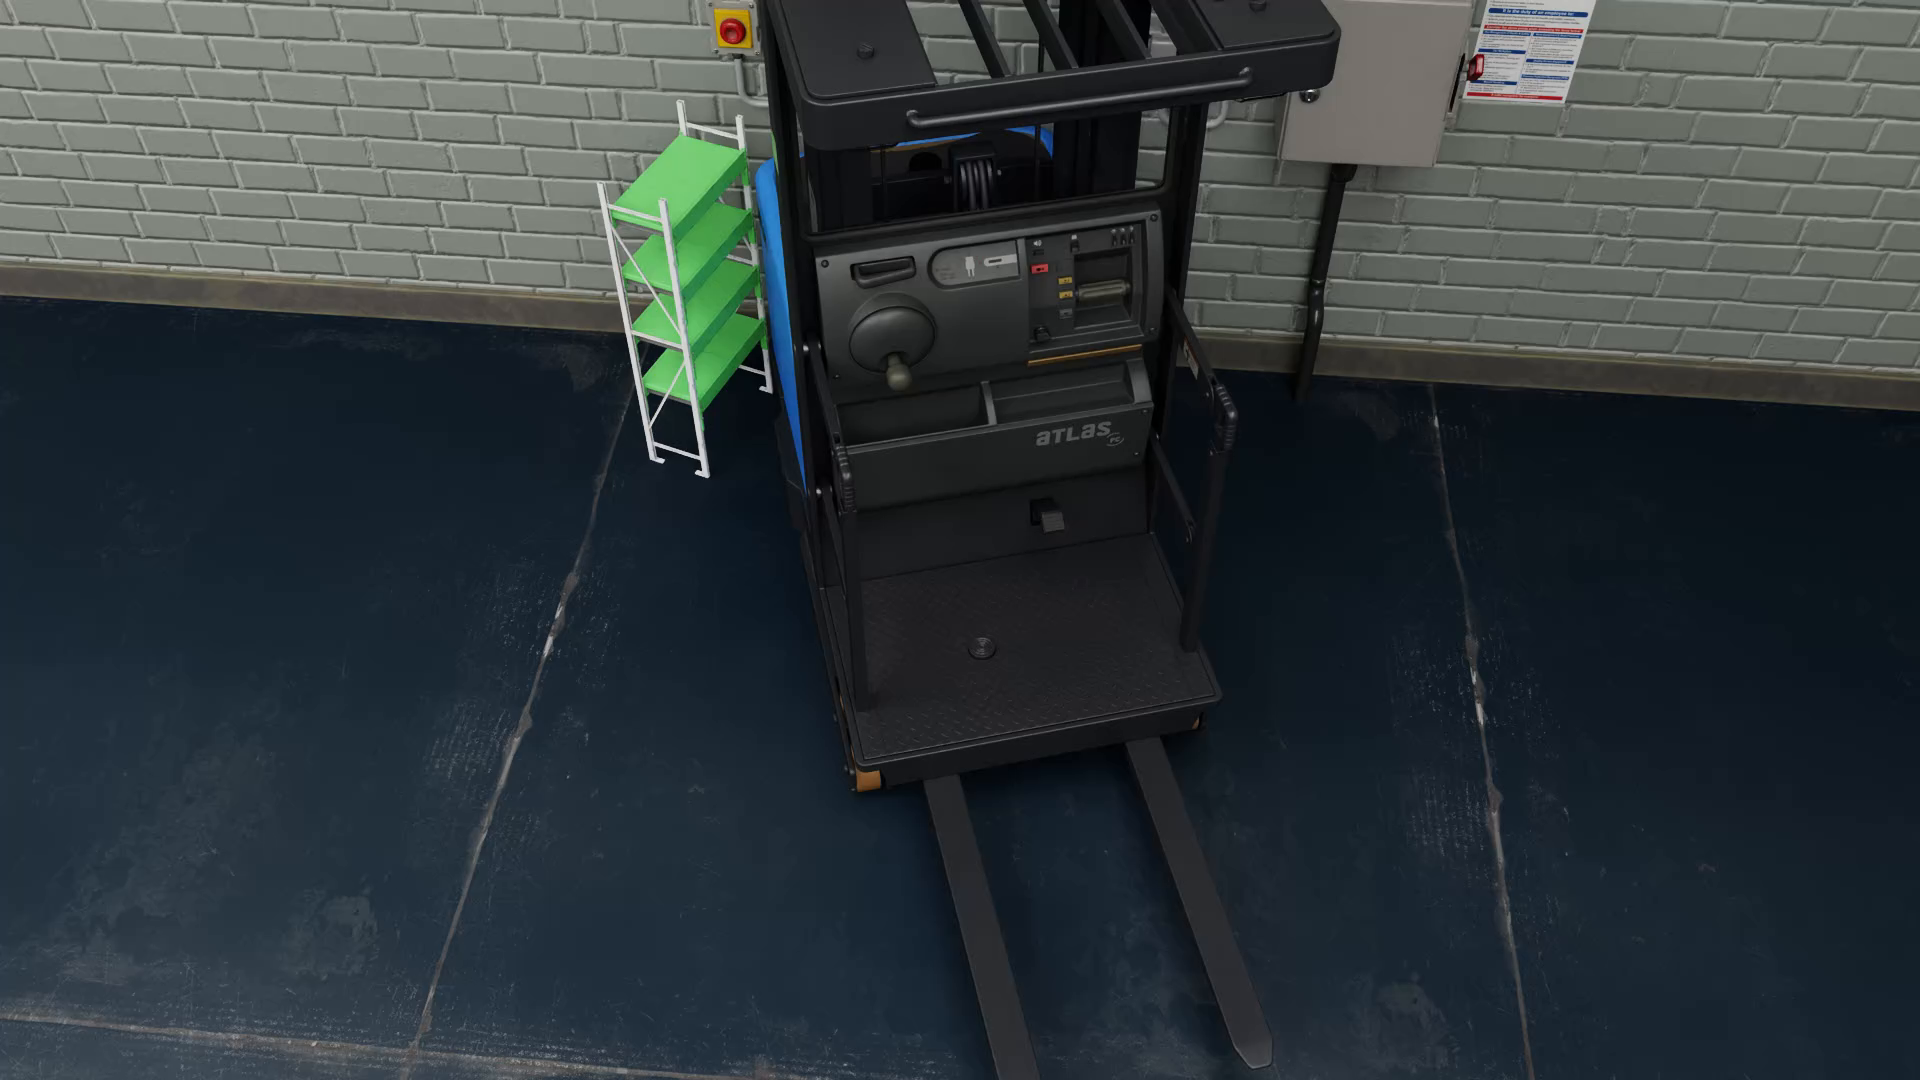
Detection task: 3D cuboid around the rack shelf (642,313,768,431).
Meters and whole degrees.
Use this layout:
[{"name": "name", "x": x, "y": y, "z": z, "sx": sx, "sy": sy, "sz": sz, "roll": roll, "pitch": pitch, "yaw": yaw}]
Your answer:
[{"name": "rack shelf", "x": -0.911, "y": -0.626, "z": 5.921, "sx": 0.258, "sy": 0.148, "sz": 0.480, "roll": 18, "pitch": 50, "yaw": 16}]

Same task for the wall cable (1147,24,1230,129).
[{"name": "wall cable", "x": 0.629, "y": -2.017, "z": 4.873, "sx": 0.588, "sy": 1.984, "sz": 0.122, "roll": 4, "pitch": 48, "yaw": 4}]

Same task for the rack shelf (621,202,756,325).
[{"name": "rack shelf", "x": -0.911, "y": -0.950, "z": 5.567, "sx": 0.258, "sy": 0.148, "sz": 0.480, "roll": 18, "pitch": 50, "yaw": 16}]

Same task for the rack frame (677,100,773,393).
[{"name": "rack frame", "x": -0.814, "y": -0.996, "z": 5.848, "sx": 0.240, "sy": 1.200, "sz": 0.015, "roll": 18, "pitch": 50, "yaw": 16}]

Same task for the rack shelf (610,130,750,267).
[{"name": "rack shelf", "x": -0.911, "y": -1.112, "z": 5.390, "sx": 0.258, "sy": 0.148, "sz": 0.480, "roll": 18, "pitch": 50, "yaw": 16}]

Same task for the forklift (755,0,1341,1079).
[{"name": "forklift", "x": 0.137, "y": -0.540, "z": 4.258, "sx": 1.130, "sy": 2.935, "sz": 3.031, "roll": -9, "pitch": 48, "yaw": -9}]

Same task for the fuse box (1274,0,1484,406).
[{"name": "fuse box", "x": 1.294, "y": -1.078, "z": 5.576, "sx": 0.539, "sy": 1.711, "sz": 0.414, "roll": 4, "pitch": 48, "yaw": 4}]

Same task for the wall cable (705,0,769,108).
[{"name": "wall cable", "x": -0.784, "y": -2.114, "z": 4.941, "sx": 0.585, "sy": 1.953, "sz": 0.123, "roll": 4, "pitch": 48, "yaw": 4}]

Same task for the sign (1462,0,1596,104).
[{"name": "sign", "x": 1.805, "y": -1.599, "z": 5.244, "sx": 0.329, "sy": 0.494, "sz": 0.001, "roll": 4, "pitch": 48, "yaw": 4}]

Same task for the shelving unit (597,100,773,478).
[{"name": "shelving unit", "x": -0.911, "y": -0.831, "z": 5.697, "sx": 0.258, "sy": 1.200, "sz": 0.503, "roll": 18, "pitch": 50, "yaw": 16}]

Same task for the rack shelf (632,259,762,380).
[{"name": "rack shelf", "x": -0.911, "y": -0.788, "z": 5.744, "sx": 0.258, "sy": 0.148, "sz": 0.480, "roll": 18, "pitch": 50, "yaw": 16}]

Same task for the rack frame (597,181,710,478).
[{"name": "rack frame", "x": -1.008, "y": -0.666, "z": 5.546, "sx": 0.240, "sy": 1.200, "sz": 0.015, "roll": 18, "pitch": 50, "yaw": 16}]
